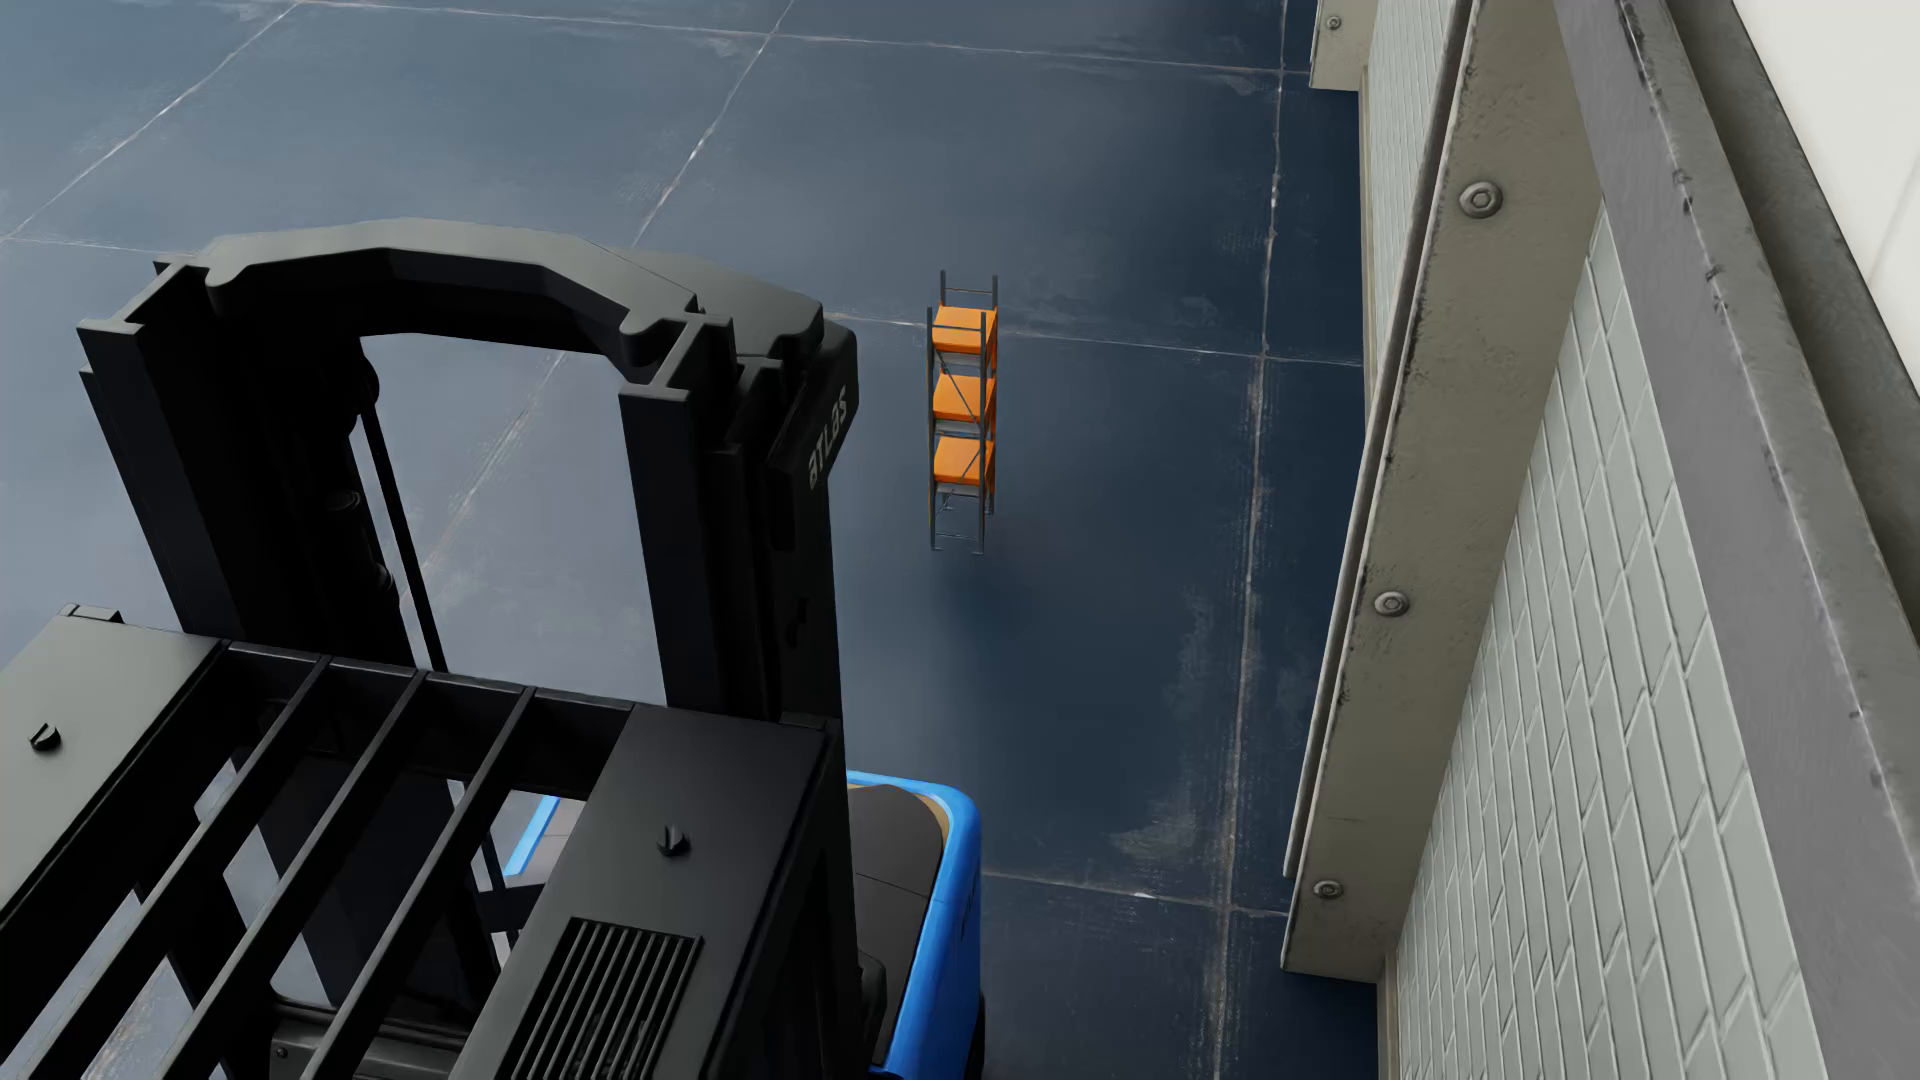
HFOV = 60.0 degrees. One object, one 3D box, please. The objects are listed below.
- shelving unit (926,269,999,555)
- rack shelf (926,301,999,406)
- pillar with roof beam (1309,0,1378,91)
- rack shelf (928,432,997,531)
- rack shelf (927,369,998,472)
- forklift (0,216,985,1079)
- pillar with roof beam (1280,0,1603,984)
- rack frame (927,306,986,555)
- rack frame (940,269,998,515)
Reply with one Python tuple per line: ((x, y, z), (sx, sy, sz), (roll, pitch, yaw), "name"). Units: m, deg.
((0.009, -0.438, 5.956), (0.215, 1.050, 0.252), (6, 40, 8), "shelving unit")
((0.009, -0.649, 5.782), (0.215, 0.259, 0.240), (6, 40, 8), "rack shelf")
((-2.097, -6.585, 7.153), (9.100, 9.000, 0.400), (6, 40, 8), "pillar with roof beam")
((0.009, -0.216, 6.140), (0.215, 0.259, 0.240), (6, 40, 8), "rack shelf")
((0.009, -0.430, 5.963), (0.215, 0.259, 0.240), (6, 40, 8), "rack shelf")
((-0.738, 1.136, 2.576), (1.130, 2.935, 3.031), (8, 40, 9), "forklift")
((-3.136, -2.820, 2.598), (9.100, 9.000, 0.400), (6, 40, 8), "pillar with roof beam")
((-0.012, -0.362, 5.863), (0.200, 1.050, 0.008), (6, 40, 8), "rack frame")
((0.030, -0.515, 6.049), (0.200, 1.050, 0.008), (6, 40, 8), "rack frame")
